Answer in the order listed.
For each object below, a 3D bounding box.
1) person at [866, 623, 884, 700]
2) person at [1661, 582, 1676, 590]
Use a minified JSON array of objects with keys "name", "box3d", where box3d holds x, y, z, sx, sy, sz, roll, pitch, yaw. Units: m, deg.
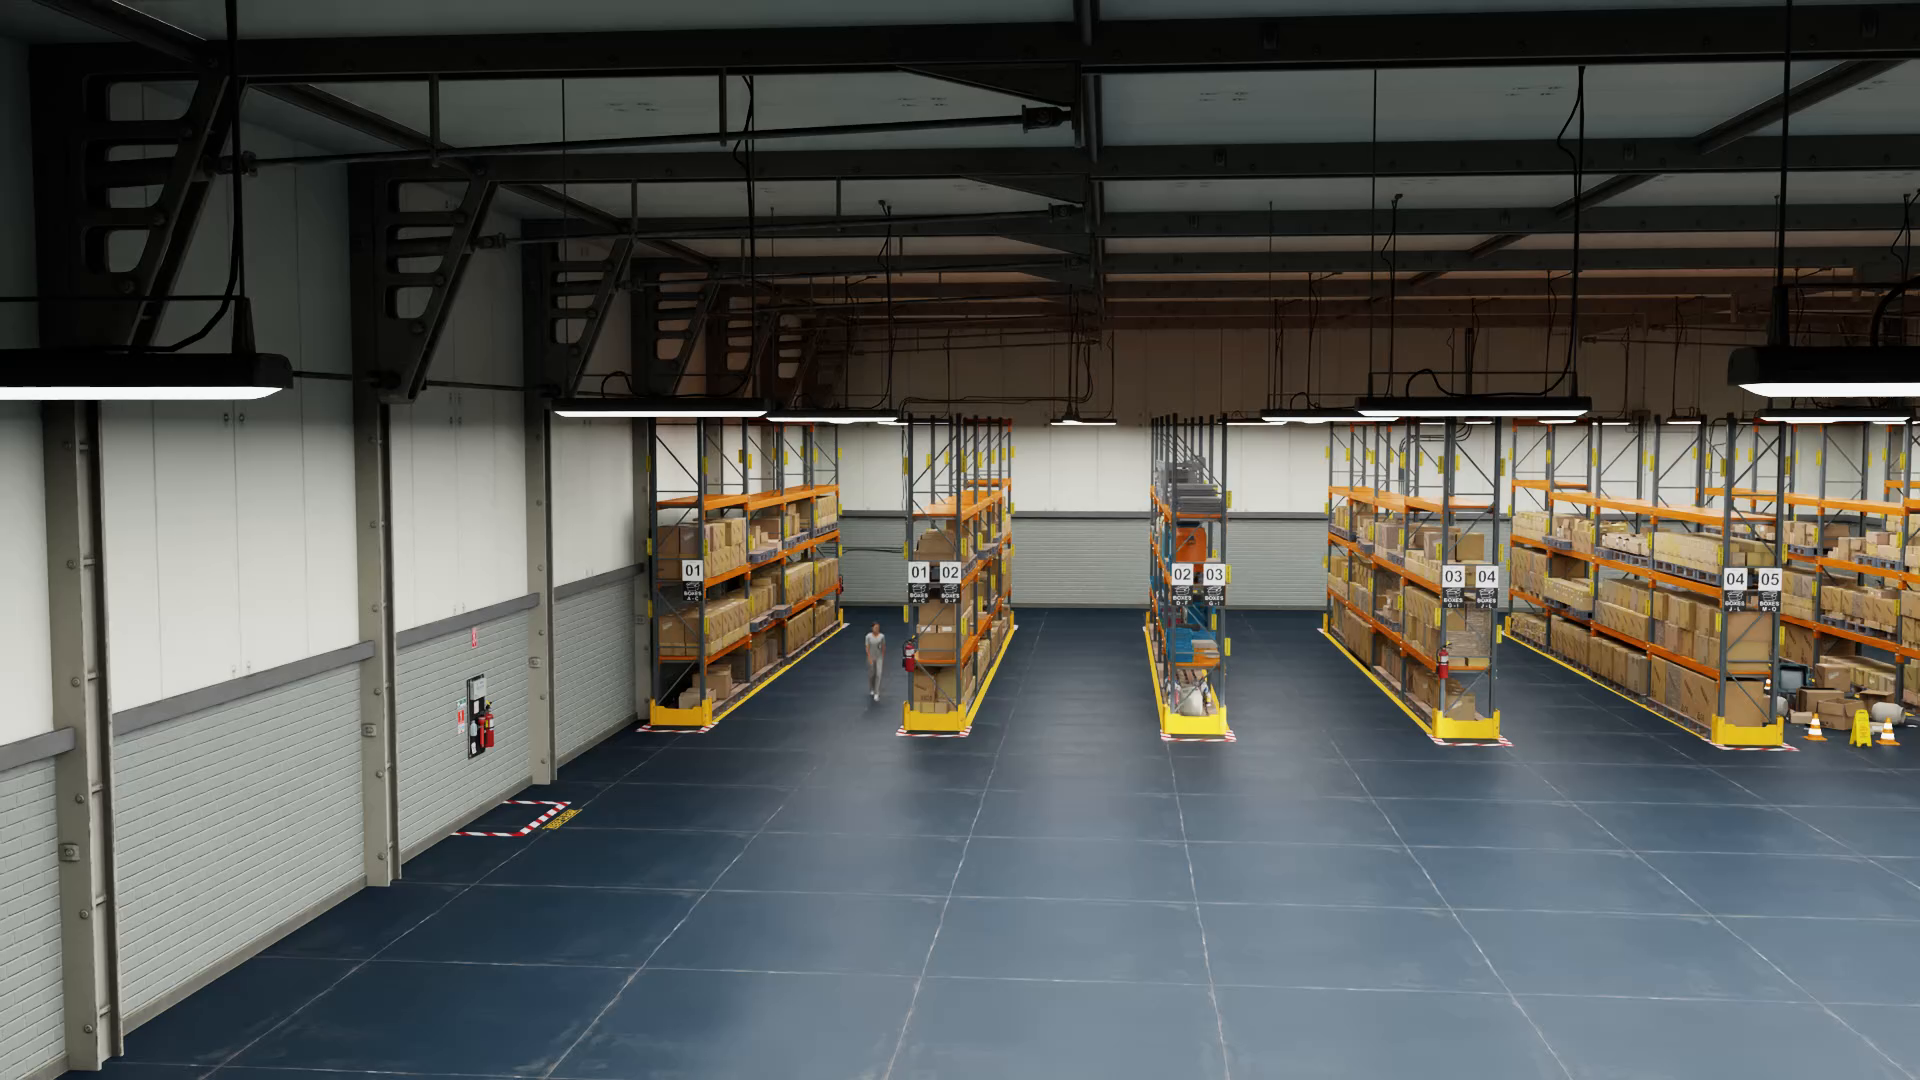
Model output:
[{"name":"person","box3d":[-1.773,2.560,35.250,0.423,1.593,1.032,-1,4,-14]},{"name":"person","box3d":[20.463,1.681,47.884,0.707,1.611,0.478,0,4,0]}]
